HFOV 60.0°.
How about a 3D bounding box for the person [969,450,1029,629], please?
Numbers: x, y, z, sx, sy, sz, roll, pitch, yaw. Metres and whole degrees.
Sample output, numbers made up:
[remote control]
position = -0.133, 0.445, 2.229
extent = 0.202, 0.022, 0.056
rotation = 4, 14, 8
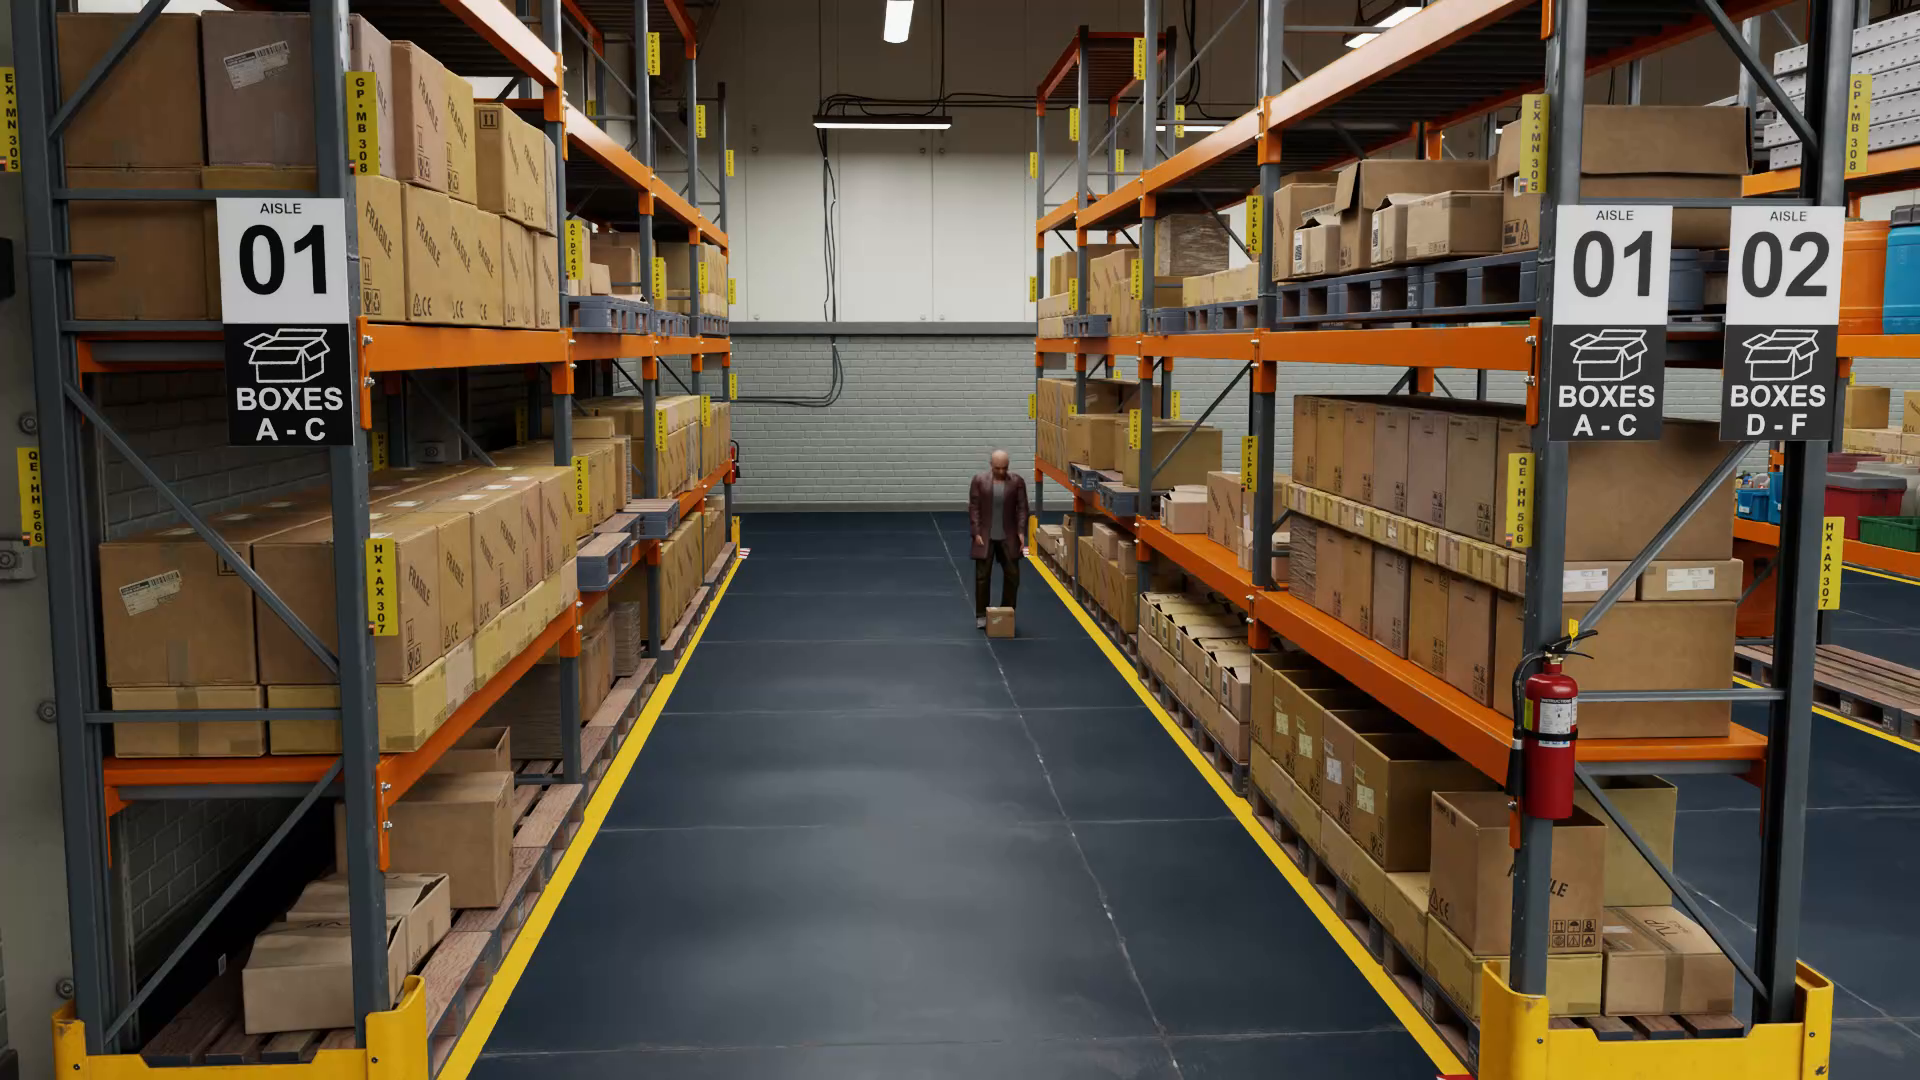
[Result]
[person]
position = 0.377, -0.009, 16.137
extent = 0.587, 1.730, 0.416
rotation = 0, 7, -2
